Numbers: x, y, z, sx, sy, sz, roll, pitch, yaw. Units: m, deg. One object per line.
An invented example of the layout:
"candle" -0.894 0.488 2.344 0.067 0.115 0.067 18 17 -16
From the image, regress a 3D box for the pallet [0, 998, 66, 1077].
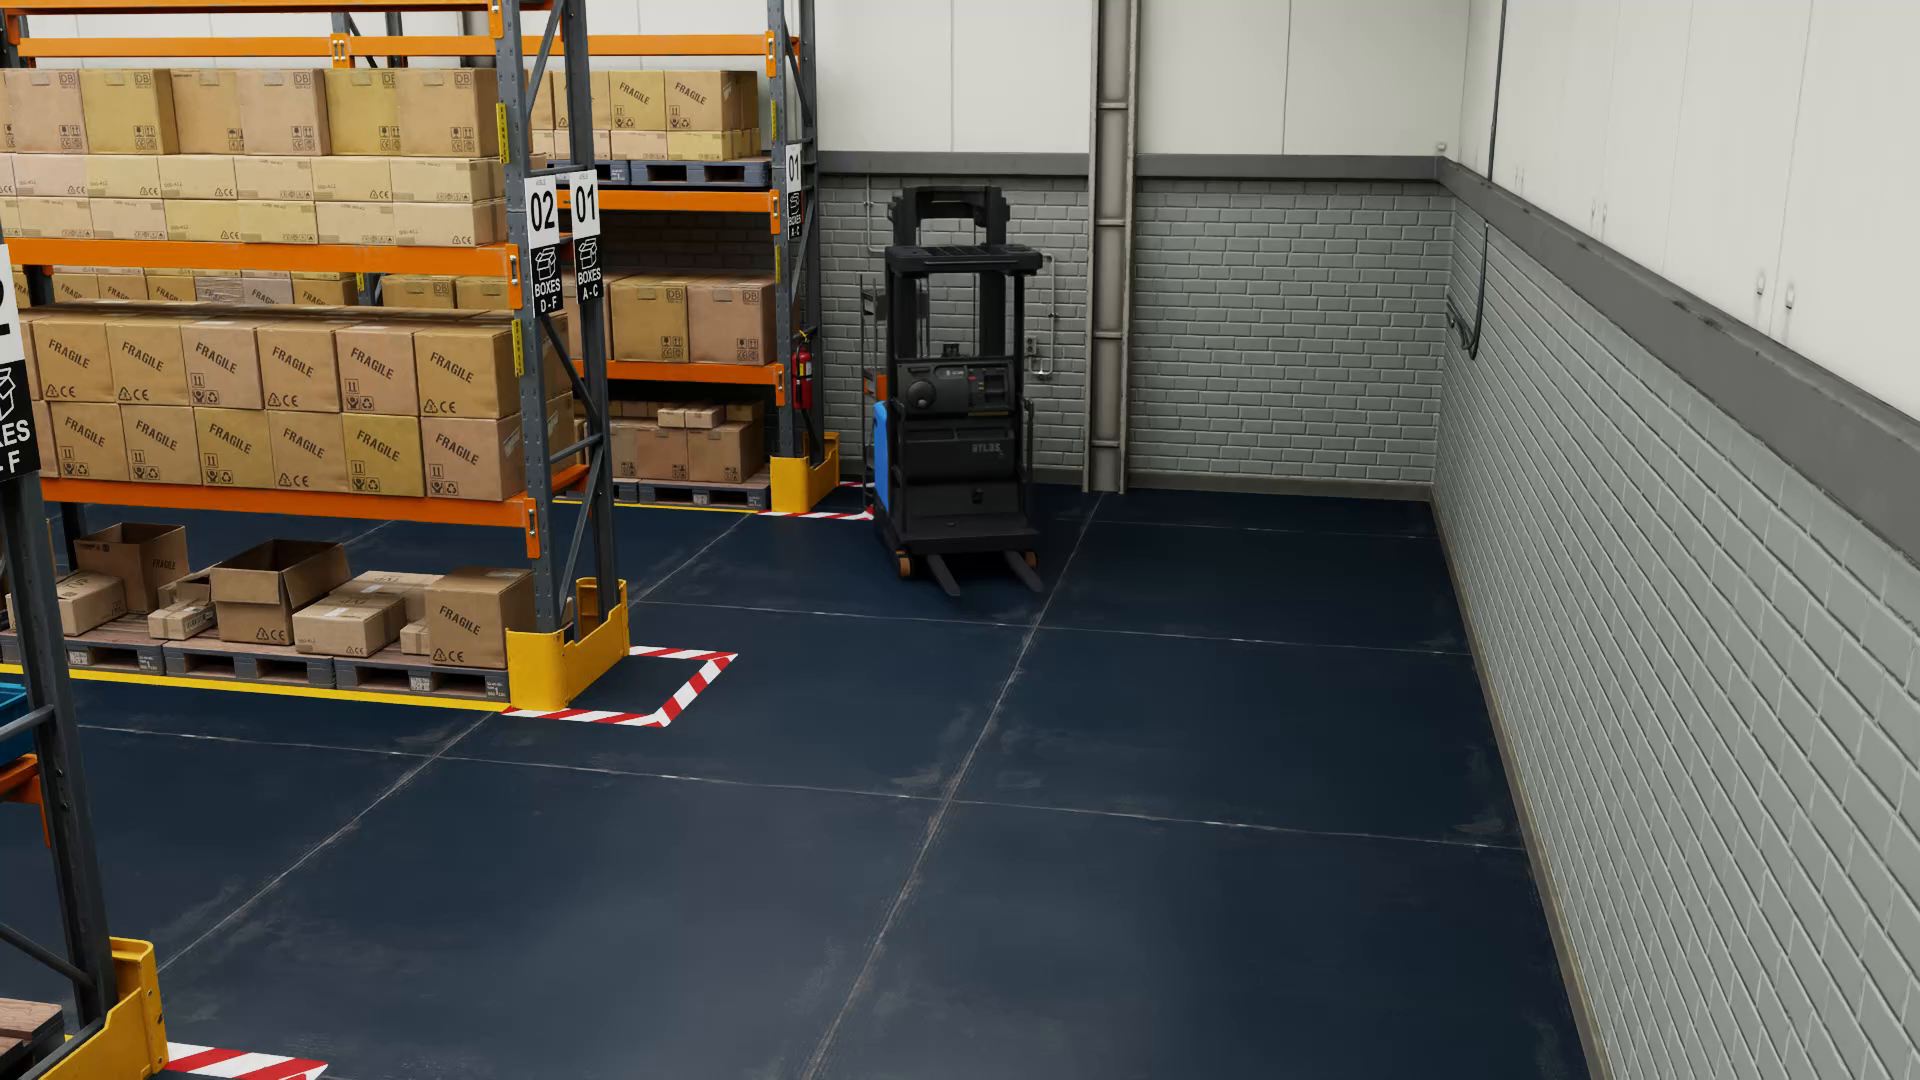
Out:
"pallet" -4.220 2.038 6.238 1.213 0.211 1.003 3 16 11

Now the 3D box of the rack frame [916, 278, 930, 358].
"rack frame" -0.345 -1.315 14.806 0.015 2.100 0.400 -6 17 -21

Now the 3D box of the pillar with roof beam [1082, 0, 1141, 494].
"pillar with roof beam" 0.515 -3.691 10.459 0.400 9.000 9.100 3 16 11

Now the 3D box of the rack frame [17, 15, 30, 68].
"rack frame" -9.285 -5.160 15.762 0.127 3.000 1.000 3 16 11

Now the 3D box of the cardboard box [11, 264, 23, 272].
"cardboard box" -8.863 -2.738 16.071 0.500 0.250 0.500 3 16 12

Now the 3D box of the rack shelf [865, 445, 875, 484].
"rack shelf" -0.572 -0.603 14.909 0.480 0.518 0.431 -6 17 -21

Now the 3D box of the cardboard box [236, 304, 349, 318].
"cardboard box" -4.312 -1.250 10.826 0.500 0.500 0.500 3 16 11

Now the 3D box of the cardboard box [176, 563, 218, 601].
"cardboard box" -4.999 0.320 11.431 0.500 0.311 0.500 3 16 11

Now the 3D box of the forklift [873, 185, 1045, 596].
"forklift" 0.008 -1.218 12.899 1.130 2.935 3.031 -3 16 -10

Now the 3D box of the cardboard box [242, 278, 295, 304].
"cardboard box" -6.369 -2.240 15.678 0.500 0.500 0.500 3 16 12

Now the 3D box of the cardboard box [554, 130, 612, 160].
"cardboard box" -3.237 -3.490 14.661 0.500 0.250 0.500 3 16 9

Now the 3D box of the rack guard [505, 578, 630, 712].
"rack guard" -2.503 0.654 10.696 0.348 0.500 1.175 3 16 11

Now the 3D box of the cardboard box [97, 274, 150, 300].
"cardboard box" -7.862 -2.320 15.967 0.500 0.500 0.500 3 16 11

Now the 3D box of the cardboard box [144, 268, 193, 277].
"cardboard box" -7.372 -2.660 15.790 0.500 0.250 0.500 3 16 10

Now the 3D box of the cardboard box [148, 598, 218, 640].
"cardboard box" -5.130 0.516 10.994 0.250 0.166 0.380 3 16 11

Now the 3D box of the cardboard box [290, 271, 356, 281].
"cardboard box" -5.874 -2.576 15.487 0.500 0.250 0.500 4 16 12

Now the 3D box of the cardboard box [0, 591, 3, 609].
"cardboard box" -6.889 0.281 11.215 0.500 0.500 0.500 3 16 11

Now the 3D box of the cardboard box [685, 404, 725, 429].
"cardboard box" -2.313 -1.124 15.110 0.250 0.149 0.380 3 16 10

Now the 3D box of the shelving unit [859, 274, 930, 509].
"shelving unit" -0.572 -1.291 14.719 0.503 2.100 0.431 -6 17 -21

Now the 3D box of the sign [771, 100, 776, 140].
"sign" -1.567 -3.536 14.009 0.005 0.325 0.100 3 16 11

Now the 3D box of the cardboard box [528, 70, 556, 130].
"cardboard box" -3.732 -3.879 14.661 0.500 0.500 0.500 3 16 11

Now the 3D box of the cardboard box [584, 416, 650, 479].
"cardboard box" -3.134 -0.905 15.536 0.500 0.500 0.700 3 16 9

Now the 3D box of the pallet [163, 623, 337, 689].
"pallet" -4.476 0.685 11.123 1.213 0.211 1.003 3 16 11

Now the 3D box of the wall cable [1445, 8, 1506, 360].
"wall cable" 4.026 -2.843 13.217 0.112 2.526 3.097 3 16 11

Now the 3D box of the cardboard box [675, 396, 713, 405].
"cardboard box" -2.485 -1.237 15.519 0.250 0.149 0.380 3 16 11

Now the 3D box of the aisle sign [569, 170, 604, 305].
"aisle sign" -2.303 -1.873 10.265 0.004 0.787 0.394 3 16 11

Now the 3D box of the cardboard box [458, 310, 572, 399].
"cardboard box" -2.811 -1.170 10.535 0.500 0.500 0.500 4 16 13

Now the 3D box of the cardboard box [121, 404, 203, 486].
"cardboard box" -4.911 -0.656 10.554 0.500 0.500 0.500 3 16 11

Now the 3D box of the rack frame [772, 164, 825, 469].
"rack frame" -1.445 -1.843 15.027 0.127 3.000 1.000 3 16 11

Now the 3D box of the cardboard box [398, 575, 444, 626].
"cardboard box" -3.395 0.436 11.125 0.500 0.250 0.500 3 16 11

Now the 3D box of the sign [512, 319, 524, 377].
"sign" -2.559 -1.113 9.631 0.005 0.325 0.100 3 16 11

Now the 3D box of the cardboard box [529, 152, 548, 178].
"cardboard box" -2.880 -2.257 10.245 0.500 0.250 0.500 3 16 11

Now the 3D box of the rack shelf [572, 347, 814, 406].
"rack shelf" -3.405 -1.603 15.507 4.000 0.370 1.077 3 16 11

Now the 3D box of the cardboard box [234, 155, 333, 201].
"cardboard box" -3.962 -2.176 9.954 0.500 0.250 0.500 3 16 11

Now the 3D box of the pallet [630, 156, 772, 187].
"pallet" -2.174 -3.283 14.771 1.213 0.211 1.003 3 16 11

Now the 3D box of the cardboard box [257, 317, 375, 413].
"cardboard box" -3.924 -1.082 10.218 0.500 0.500 0.500 4 16 13

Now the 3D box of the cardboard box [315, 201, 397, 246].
"cardboard box" -3.472 -1.908 9.924 0.500 0.250 0.500 3 16 11

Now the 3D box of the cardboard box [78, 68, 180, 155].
"cardboard box" -4.911 -2.631 10.191 0.500 0.500 0.700 3 16 11

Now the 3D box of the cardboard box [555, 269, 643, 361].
"cardboard box" -3.407 -2.091 15.360 0.700 0.700 0.980 2 16 8

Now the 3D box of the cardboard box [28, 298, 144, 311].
"cardboard box" -5.801 -1.331 11.117 0.500 0.500 0.500 3 16 11

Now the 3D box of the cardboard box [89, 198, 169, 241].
"cardboard box" -4.942 -1.988 10.211 0.500 0.250 0.500 3 16 11

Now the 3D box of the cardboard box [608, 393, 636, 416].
"cardboard box" -3.231 -1.277 15.664 0.250 0.149 0.380 3 16 12

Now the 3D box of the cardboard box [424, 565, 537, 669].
"cardboard box" -3.010 0.481 10.495 0.500 0.500 0.500 3 16 11

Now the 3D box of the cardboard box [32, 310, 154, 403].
"cardboard box" -5.437 -1.164 10.514 0.500 0.500 0.500 3 16 9

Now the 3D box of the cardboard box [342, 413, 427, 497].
"cardboard box" -3.431 -0.575 10.260 0.500 0.500 0.500 3 16 12

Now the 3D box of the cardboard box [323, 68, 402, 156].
"cardboard box" -3.408 -2.594 10.060 0.500 0.500 0.700 3 16 11

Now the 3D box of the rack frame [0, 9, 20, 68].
"rack frame" -6.348 -3.651 10.315 0.127 3.000 1.000 3 16 11

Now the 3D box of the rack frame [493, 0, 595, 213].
"rack frame" -2.429 -3.438 9.547 0.127 3.000 1.000 3 16 11

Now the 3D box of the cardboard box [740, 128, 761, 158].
"cardboard box" -2.112 -3.570 14.949 0.500 0.250 0.500 4 16 14

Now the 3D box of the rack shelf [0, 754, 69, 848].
"rack shelf" -5.379 0.989 6.151 4.000 0.370 1.077 3 16 11

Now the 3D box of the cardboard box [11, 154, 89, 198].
"cardboard box" -5.431 -2.257 10.247 0.500 0.250 0.500 3 16 11

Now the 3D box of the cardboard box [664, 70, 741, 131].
"cardboard box" -2.217 -3.796 14.360 0.500 0.500 0.500 3 16 11

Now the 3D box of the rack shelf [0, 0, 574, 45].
"rack shelf" -4.388 -3.196 10.028 4.000 0.370 1.077 3 16 11
